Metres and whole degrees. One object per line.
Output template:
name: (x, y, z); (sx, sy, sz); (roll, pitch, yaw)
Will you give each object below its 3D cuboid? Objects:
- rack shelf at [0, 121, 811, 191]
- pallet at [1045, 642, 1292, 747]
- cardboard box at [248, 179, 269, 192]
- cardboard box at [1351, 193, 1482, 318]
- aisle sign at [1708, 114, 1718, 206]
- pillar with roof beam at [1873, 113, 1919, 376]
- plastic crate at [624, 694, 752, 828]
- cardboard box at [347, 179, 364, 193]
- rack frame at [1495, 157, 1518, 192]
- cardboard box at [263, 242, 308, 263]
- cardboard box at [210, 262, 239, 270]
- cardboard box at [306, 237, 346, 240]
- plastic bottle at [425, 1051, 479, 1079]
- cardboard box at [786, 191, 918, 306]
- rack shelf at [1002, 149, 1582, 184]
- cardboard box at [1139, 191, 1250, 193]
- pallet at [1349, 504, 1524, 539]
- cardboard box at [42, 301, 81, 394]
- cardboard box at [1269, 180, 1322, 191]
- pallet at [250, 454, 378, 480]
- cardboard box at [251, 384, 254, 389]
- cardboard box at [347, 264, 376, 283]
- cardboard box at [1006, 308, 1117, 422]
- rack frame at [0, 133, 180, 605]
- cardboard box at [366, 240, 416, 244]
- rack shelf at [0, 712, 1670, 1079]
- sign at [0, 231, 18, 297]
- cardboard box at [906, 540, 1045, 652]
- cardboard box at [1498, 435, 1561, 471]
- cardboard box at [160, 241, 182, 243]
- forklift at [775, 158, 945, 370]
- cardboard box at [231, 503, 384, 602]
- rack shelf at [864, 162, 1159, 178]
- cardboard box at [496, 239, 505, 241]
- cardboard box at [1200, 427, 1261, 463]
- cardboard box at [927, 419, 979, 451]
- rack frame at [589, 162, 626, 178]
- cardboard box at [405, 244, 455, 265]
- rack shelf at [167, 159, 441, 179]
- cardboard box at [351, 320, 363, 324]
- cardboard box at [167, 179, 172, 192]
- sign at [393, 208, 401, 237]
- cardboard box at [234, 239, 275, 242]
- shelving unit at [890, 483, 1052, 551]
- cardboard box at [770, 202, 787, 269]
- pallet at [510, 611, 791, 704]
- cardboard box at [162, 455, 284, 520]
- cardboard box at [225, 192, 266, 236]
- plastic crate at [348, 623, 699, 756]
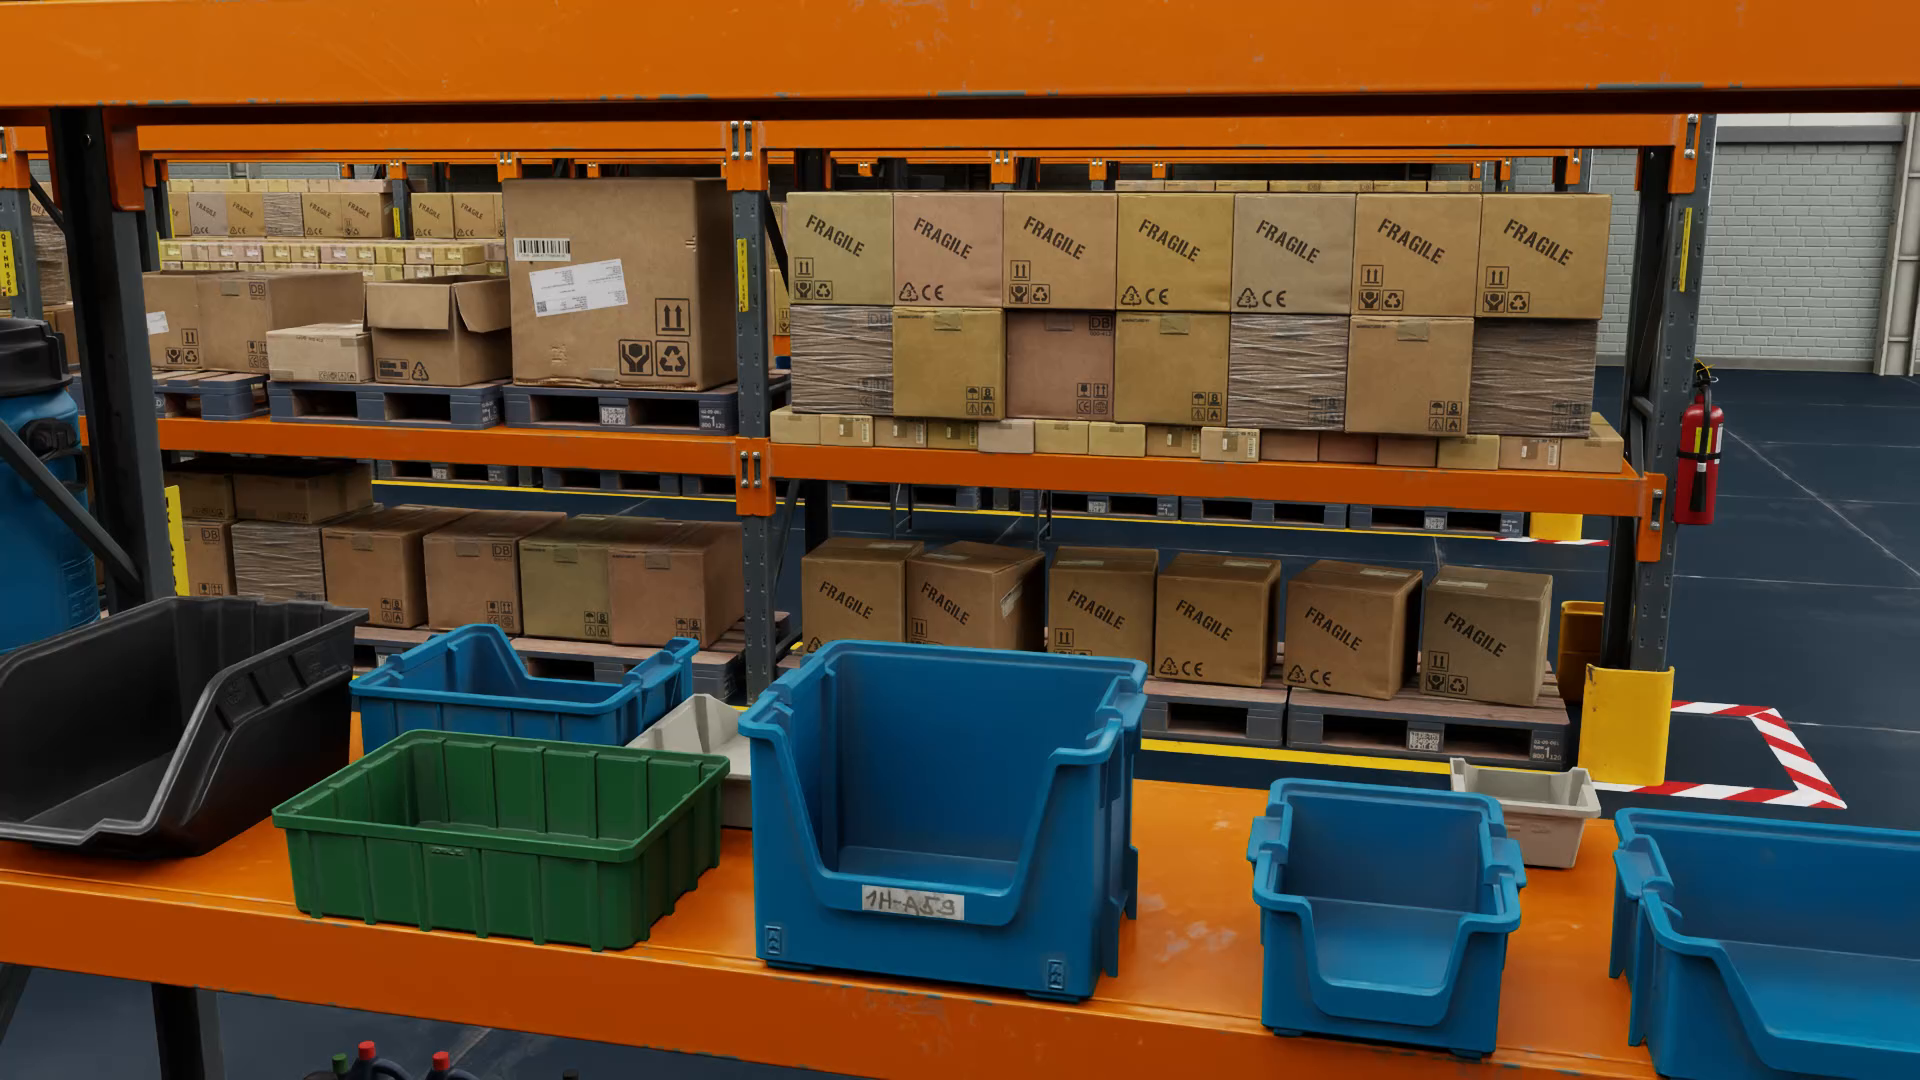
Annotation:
rack shelf: (-2.798, -1.971, 8.428); (4.000, 0.370, 1.077); (3, 13, 14)
pallet: (0.992, 0.697, 8.103); (1.213, 0.211, 1.003); (3, 13, 14)
cardboard box: (-8.093, -4.145, 19.455); (0.250, 0.149, 0.380); (3, 13, 14)
cardboard box: (1.947, -1.230, 7.127); (0.500, 0.500, 0.500); (3, 13, 14)
aisle sign: (3.015, -1.749, 6.692); (0.004, 0.787, 0.394); (3, 13, 14)
pillar with roof beam: (10.921, -5.612, 16.254); (0.400, 9.000, 9.100); (3, 13, 14)
plastic crate: (-0.406, 0.447, 3.402); (0.437, 0.136, 0.530); (3, 13, 14)
cardboard box: (-6.855, -4.092, 19.217); (0.250, 0.149, 0.380); (3, 13, 15)
rack frame: (5.401, -2.631, 16.665); (0.127, 3.000, 1.000); (3, 13, 14)
cardboard box: (-5.547, -2.383, 13.784); (0.250, 0.149, 0.380); (3, 13, 15)
cardboard box: (-6.047, -2.264, 13.938); (0.250, 0.149, 0.380); (4, 13, 16)
cardboard box: (-7.262, -3.298, 19.442); (0.500, 0.500, 0.500); (3, 13, 12)
plastic bottle: (-1.163, 1.349, 3.830); (0.185, 0.351, 0.144); (2, 13, 11)
cardboard box: (-0.481, -1.359, 7.710); (0.500, 0.500, 0.500); (3, 13, 14)
rack shelf: (2.372, -2.801, 12.170); (4.000, 0.370, 1.077); (3, 13, 14)
cardboard box: (1.102, -1.392, 7.858); (0.500, 0.500, 0.500); (3, 13, 14)
pallet: (3.518, -0.248, 12.364); (1.213, 0.211, 1.003); (3, 13, 14)
cardboard box: (-5.147, -1.093, 9.504); (0.500, 0.500, 0.500); (3, 13, 15)
cardboard box: (3.393, -3.381, 16.822); (0.500, 0.500, 0.700); (3, 13, 13)
pallet: (-5.393, -0.743, 14.594); (1.213, 0.211, 1.003); (3, 13, 14)
cardboard box: (-6.165, -1.437, 14.355); (0.500, 0.250, 0.500); (3, 13, 15)
cardboard box: (-4.801, -2.197, 13.633); (0.250, 0.149, 0.380); (3, 13, 14)
cardboard box: (0.552, -0.874, 7.829); (0.500, 0.500, 0.875); (3, 13, 14)
rack frame: (-4.740, -0.962, 9.143); (0.127, 3.000, 1.000); (3, 13, 14)
cardboard box: (-4.875, -2.492, 14.276); (0.250, 0.149, 0.380); (4, 13, 16)
rack shelf: (-0.102, 0.742, 3.123); (4.000, 0.370, 1.077); (3, 13, 14)
sign: (-4.870, -1.410, 8.491); (0.005, 0.325, 0.100); (3, 13, 14)
cardboard box: (0.080, 0.318, 8.175); (0.500, 0.500, 0.500); (8, 15, 31)
cardboard box: (2.458, -0.408, 7.229); (0.250, 0.149, 0.380); (3, 13, 14)
cardboard box: (-6.793, -2.450, 14.086); (0.250, 0.149, 0.380); (3, 13, 15)
forklift: (-0.788, -2.499, 16.232); (1.130, 2.935, 3.031); (4, 13, 16)
cardboard box: (-3.543, 0.100, 9.111); (0.500, 0.500, 0.700); (2, 13, 9)
rack shelf: (0.762, -5.099, 22.527); (4.000, 0.370, 1.077); (3, 13, 14)
cardboard box: (-4.893, -3.289, 18.825); (0.500, 0.250, 0.500); (3, 13, 14)
cardboard box: (1.219, -0.451, 7.421); (0.250, 0.149, 0.380); (3, 13, 14)
cardboard box: (0.014, -0.523, 7.747); (0.250, 0.149, 0.380); (3, 13, 14)
rack frame: (-5.064, -4.297, 24.177); (0.127, 3.000, 1.000); (3, 13, 14)
cardboard box: (-4.283, -2.315, 13.479); (0.250, 0.149, 0.380); (3, 13, 13)
rack shelf: (-8.191, -4.470, 19.693); (4.000, 0.370, 1.077); (3, 13, 14)
cardboard box: (-3.056, -1.071, 8.978); (0.258, 0.266, 0.396); (3, 13, 12)
cardboard box: (-9.358, -4.202, 19.709); (0.250, 0.149, 0.380); (3, 13, 15)
sign: (-6.381, -3.598, 18.843); (0.005, 0.325, 0.100); (3, 13, 14)
cardboard box: (-6.134, -2.559, 14.579); (0.250, 0.149, 0.380); (3, 13, 13)
shelving unit: (0.083, -0.728, 11.551); (1.048, 1.500, 0.538); (3, 13, 14)
cardboard box: (-1.534, -2.432, 13.233); (0.500, 0.500, 0.700); (3, 13, 13)
pallet: (-1.613, 0.567, 8.690); (1.213, 0.211, 1.003); (3, 13, 14)
cardboard box: (-4.082, -0.294, 9.157); (0.500, 0.250, 0.500); (4, 13, 16)
cardboard box: (-8.245, -3.837, 19.563); (0.500, 0.500, 0.500); (3, 13, 14)
plastic crate: (-0.904, 0.360, 3.528); (0.616, 0.251, 0.499); (3, 13, 14)
